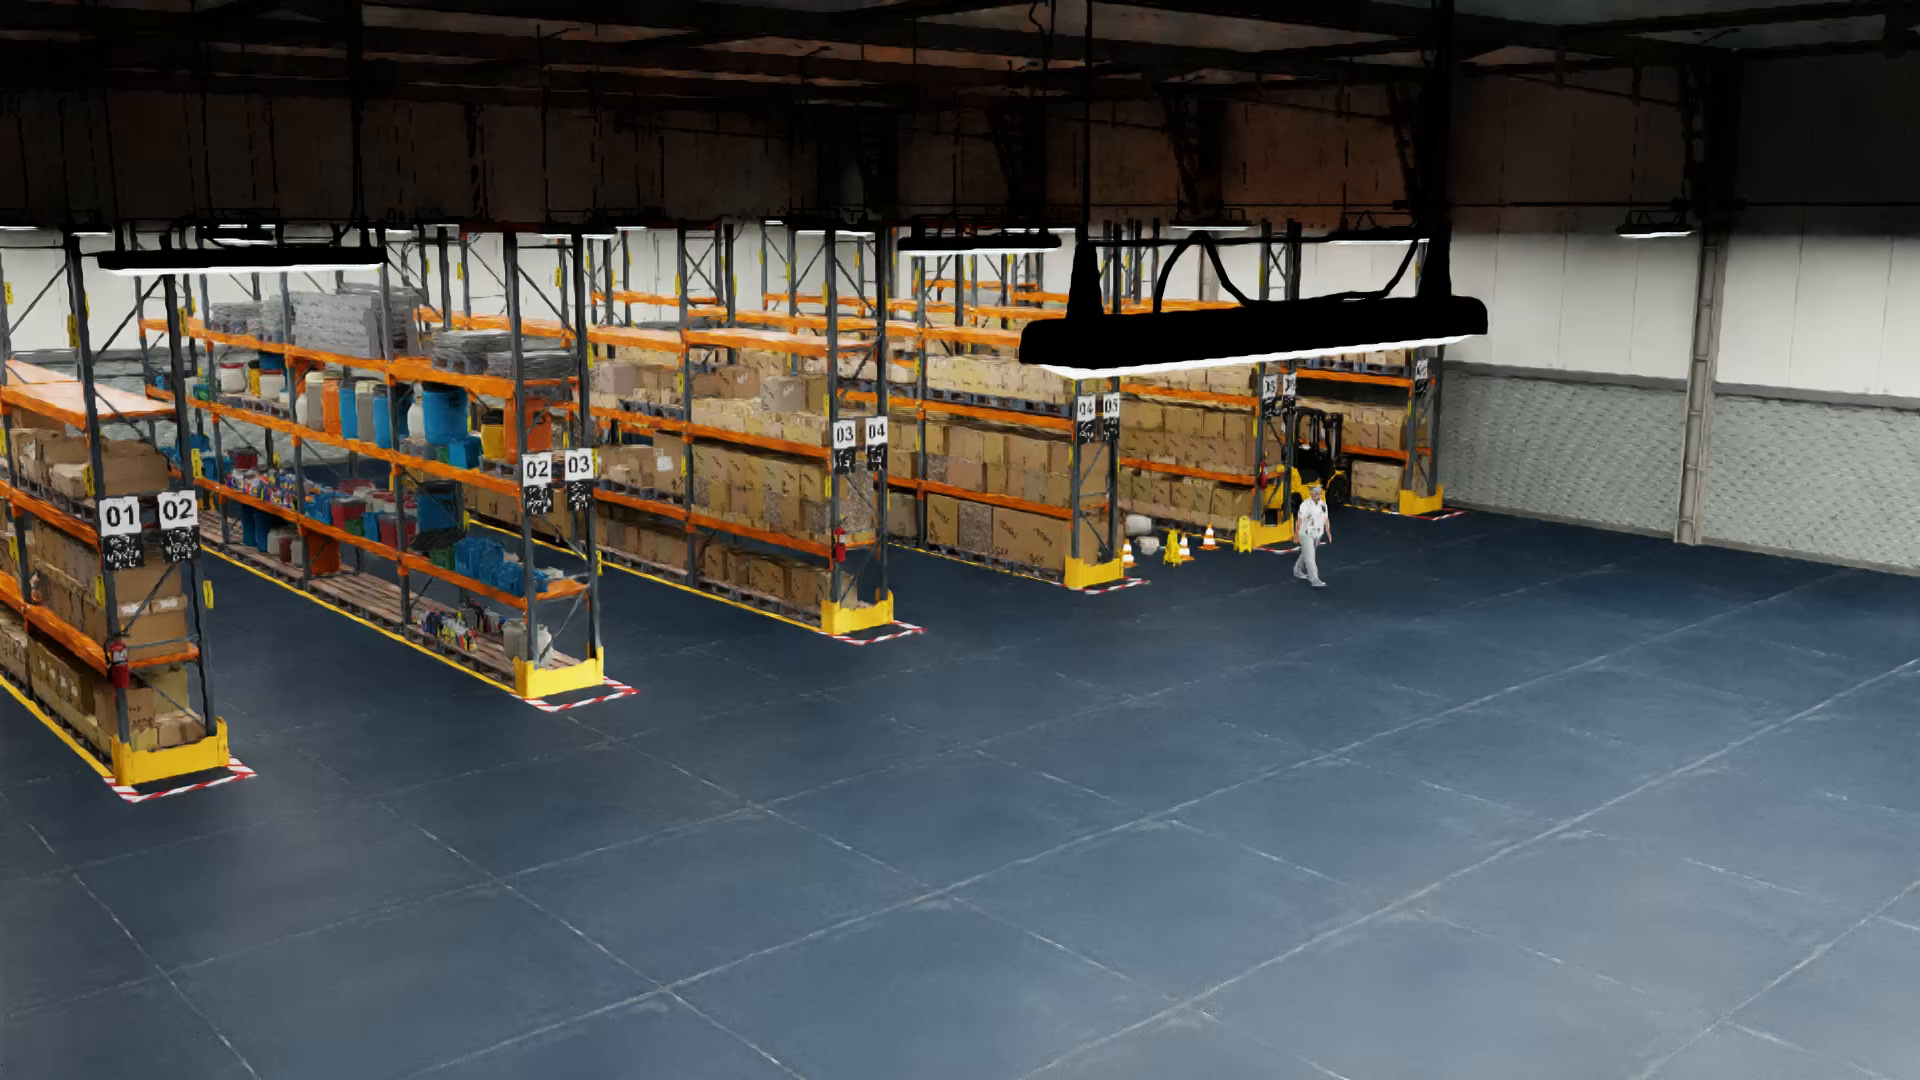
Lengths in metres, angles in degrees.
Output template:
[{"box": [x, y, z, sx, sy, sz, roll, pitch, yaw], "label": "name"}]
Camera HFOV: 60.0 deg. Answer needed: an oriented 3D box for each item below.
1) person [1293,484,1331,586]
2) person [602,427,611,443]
[{"box": [5.961, -0.118, 28.050, 0.534, 1.705, 1.033, -7, 13, -31], "label": "person"}, {"box": [-9.080, -3.121, 42.946, 0.729, 1.725, 0.531, -11, 16, -42], "label": "person"}]
